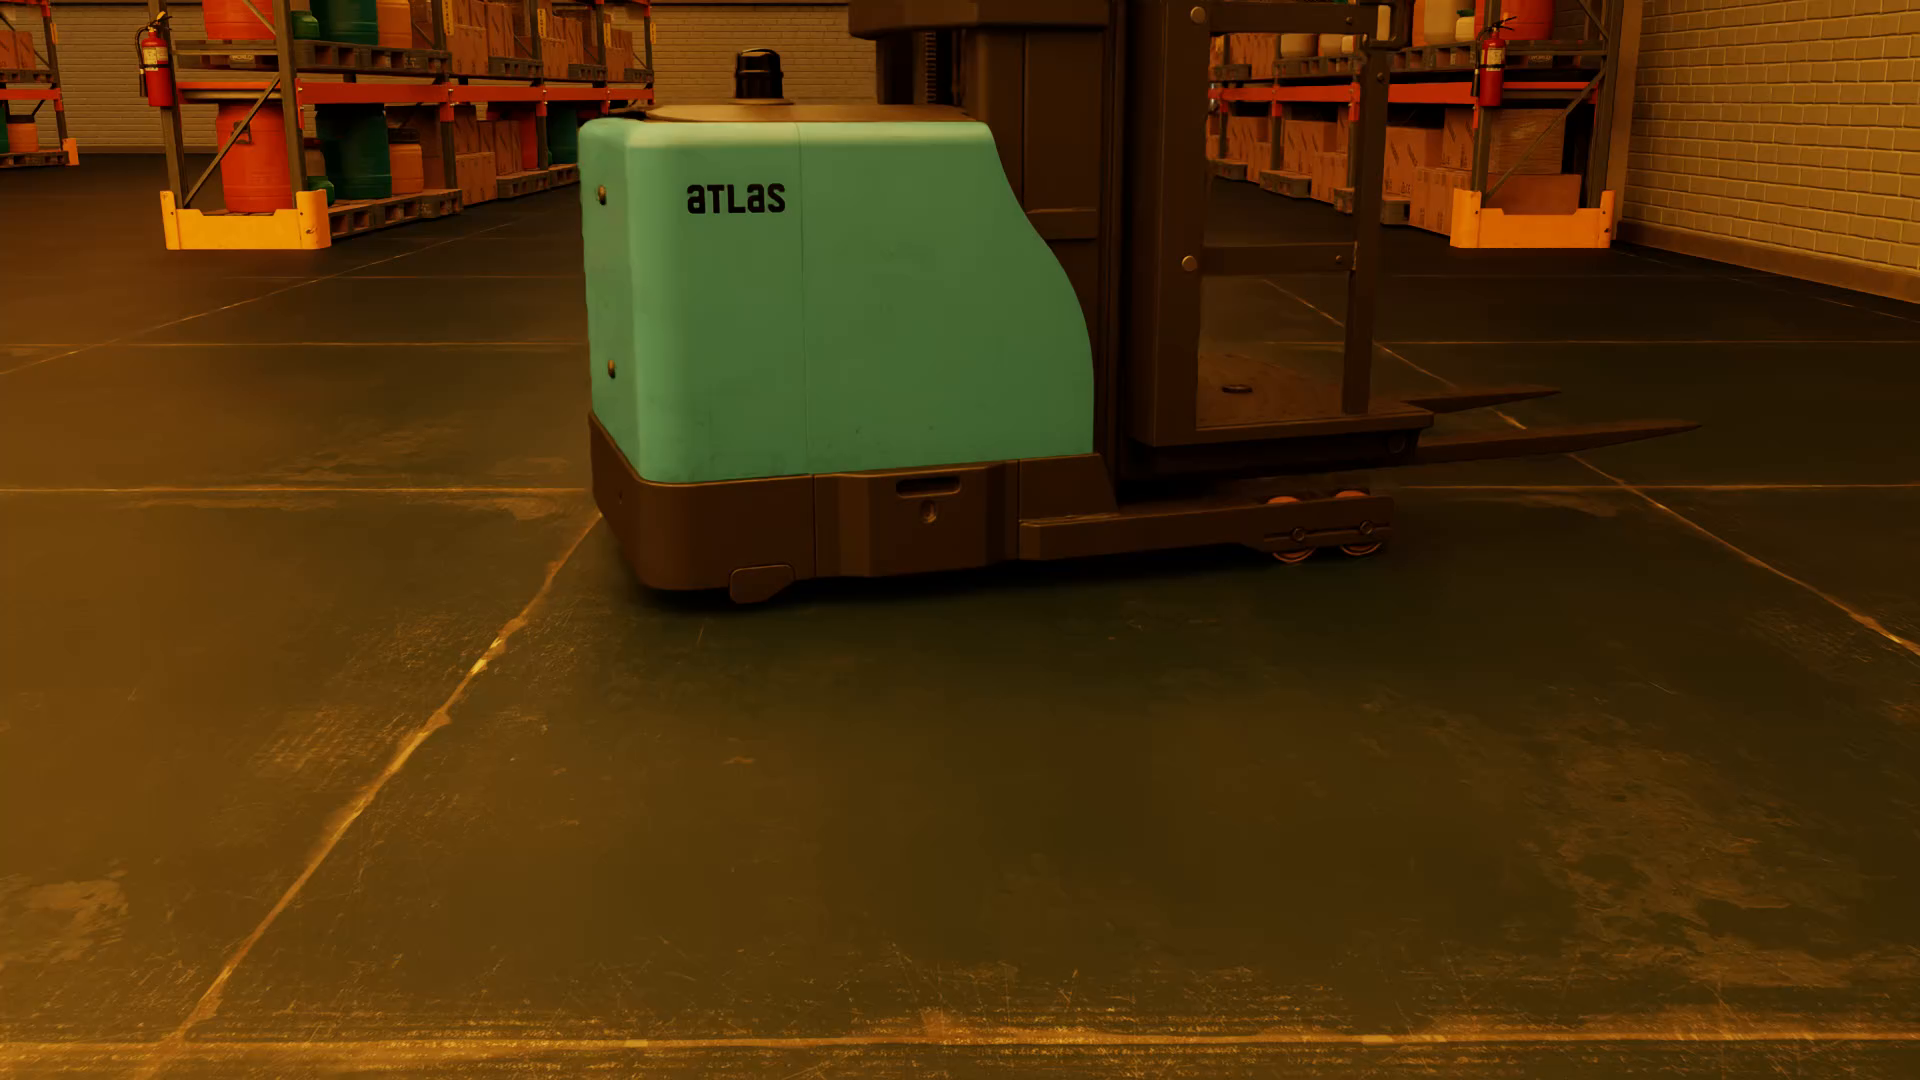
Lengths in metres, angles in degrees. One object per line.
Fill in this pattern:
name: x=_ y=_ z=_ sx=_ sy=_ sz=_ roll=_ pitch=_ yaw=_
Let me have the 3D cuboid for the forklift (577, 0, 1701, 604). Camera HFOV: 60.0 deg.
forklift: x=0.575 y=-1.482 z=4.242 sx=3.031 sy=2.935 sz=1.130 roll=-5 pitch=16 yaw=-18
